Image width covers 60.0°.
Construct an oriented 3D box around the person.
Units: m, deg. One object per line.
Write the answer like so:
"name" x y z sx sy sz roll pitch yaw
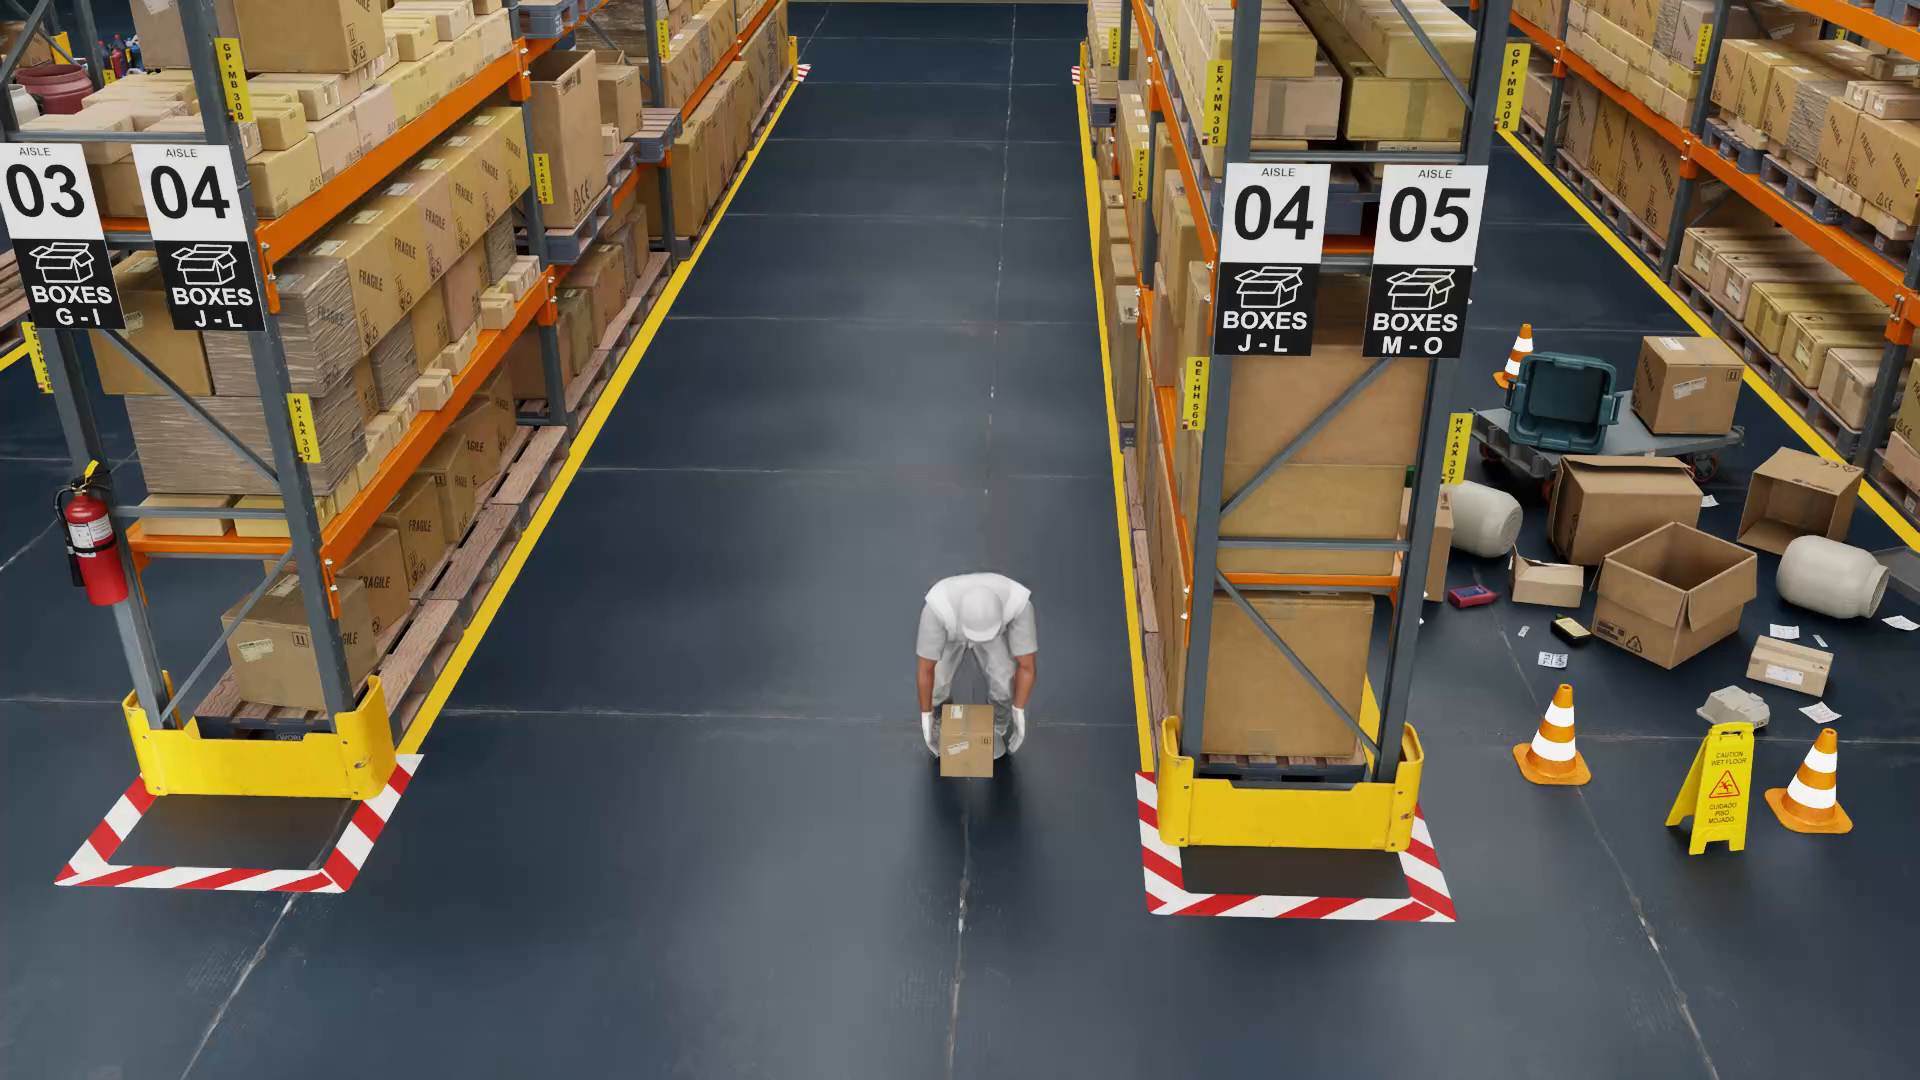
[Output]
"person" 0.088 0.569 8.219 0.589 1.133 0.861 1 28 2
